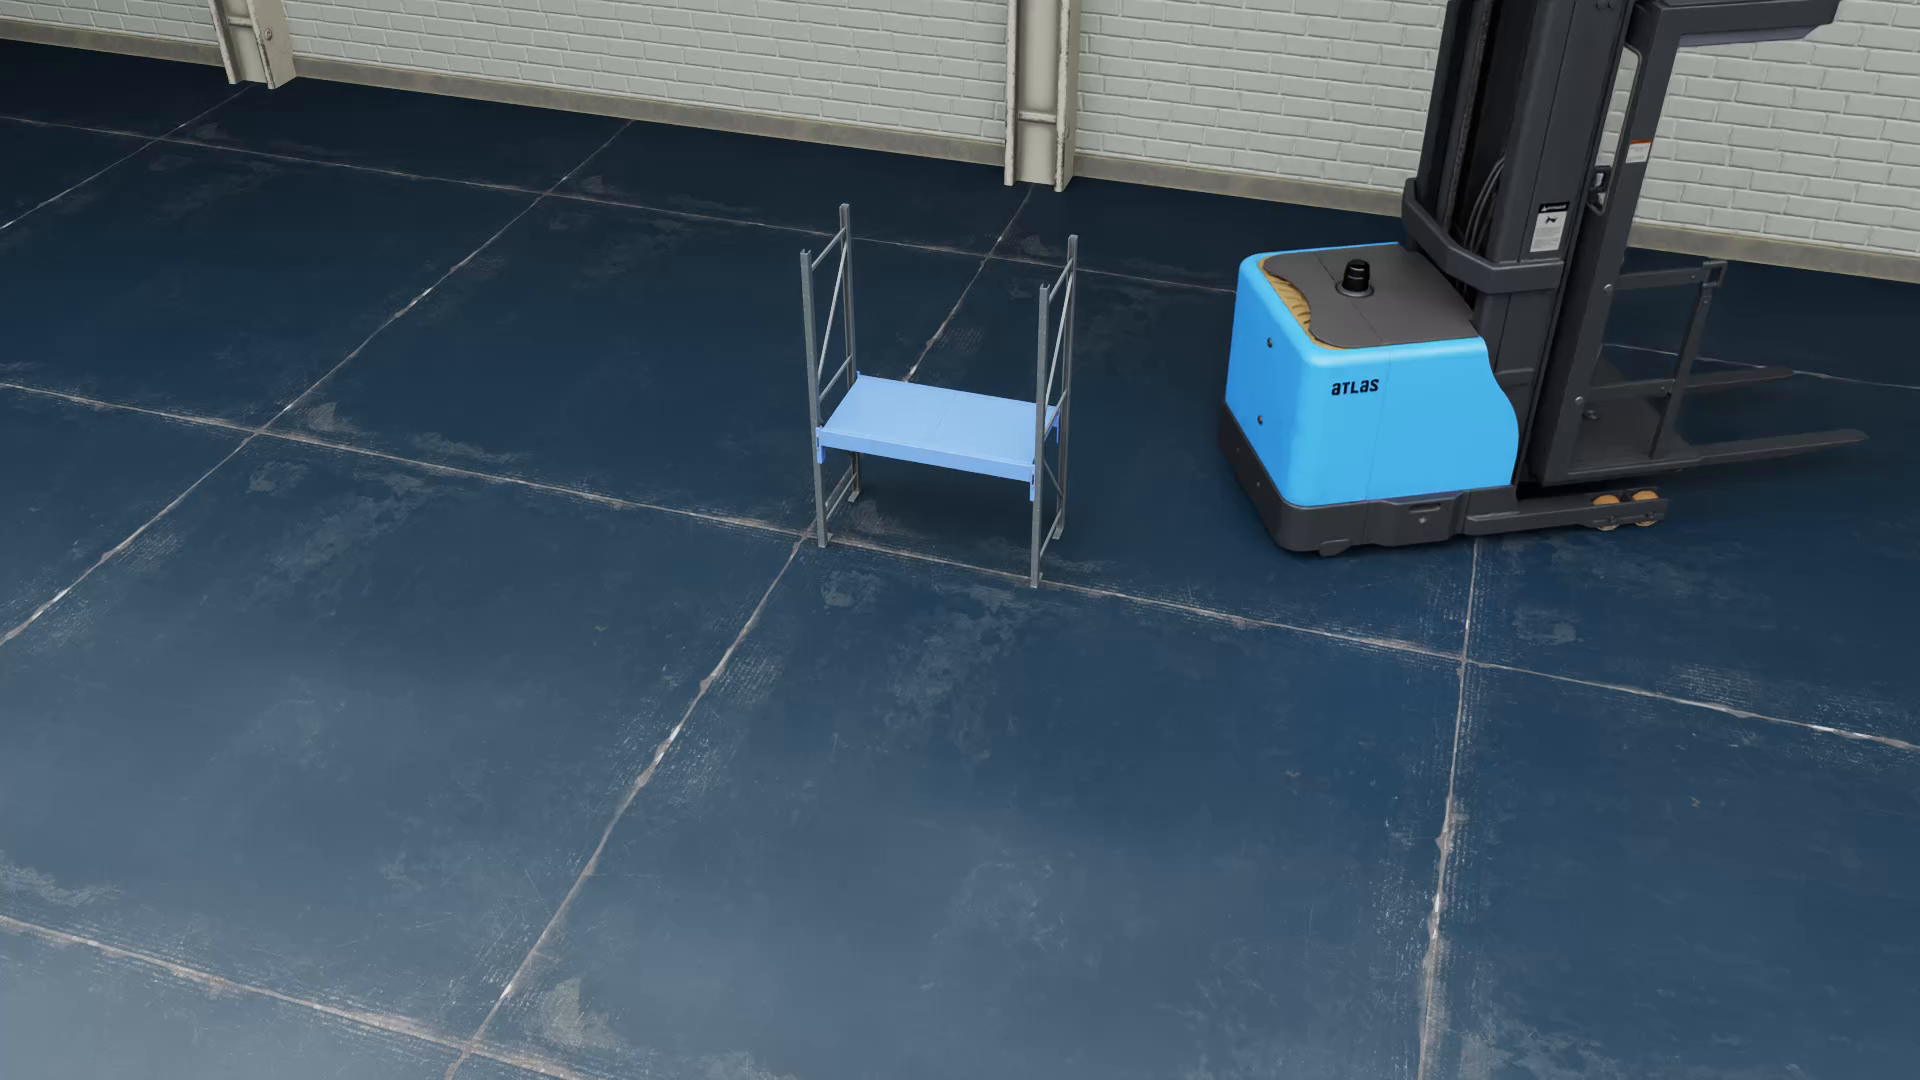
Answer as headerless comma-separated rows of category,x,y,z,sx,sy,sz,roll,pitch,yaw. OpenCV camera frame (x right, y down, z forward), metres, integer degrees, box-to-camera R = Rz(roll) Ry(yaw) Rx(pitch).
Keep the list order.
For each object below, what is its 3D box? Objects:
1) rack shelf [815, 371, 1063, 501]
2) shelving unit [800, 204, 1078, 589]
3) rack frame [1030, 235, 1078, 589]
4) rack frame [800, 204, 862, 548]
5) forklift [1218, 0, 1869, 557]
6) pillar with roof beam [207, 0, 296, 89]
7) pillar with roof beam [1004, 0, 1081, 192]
rack shelf,-0.081,-0.474,7.433,1.000,0.185,0.538,10,38,14
shelving unit,-0.081,-0.619,7.326,1.048,1.500,0.538,10,38,14
rack frame,0.404,-0.529,7.204,0.032,1.500,0.500,10,38,14
rack frame,-0.567,-0.709,7.448,0.032,1.500,0.500,10,38,14
forklift,2.854,-1.527,7.353,3.031,2.935,1.130,-6,37,-8
pillar with roof beam,-6.487,-4.637,6.459,0.400,9.000,9.100,10,38,14
pillar with roof beam,-0.760,-3.576,5.018,0.400,9.000,9.100,10,38,14
